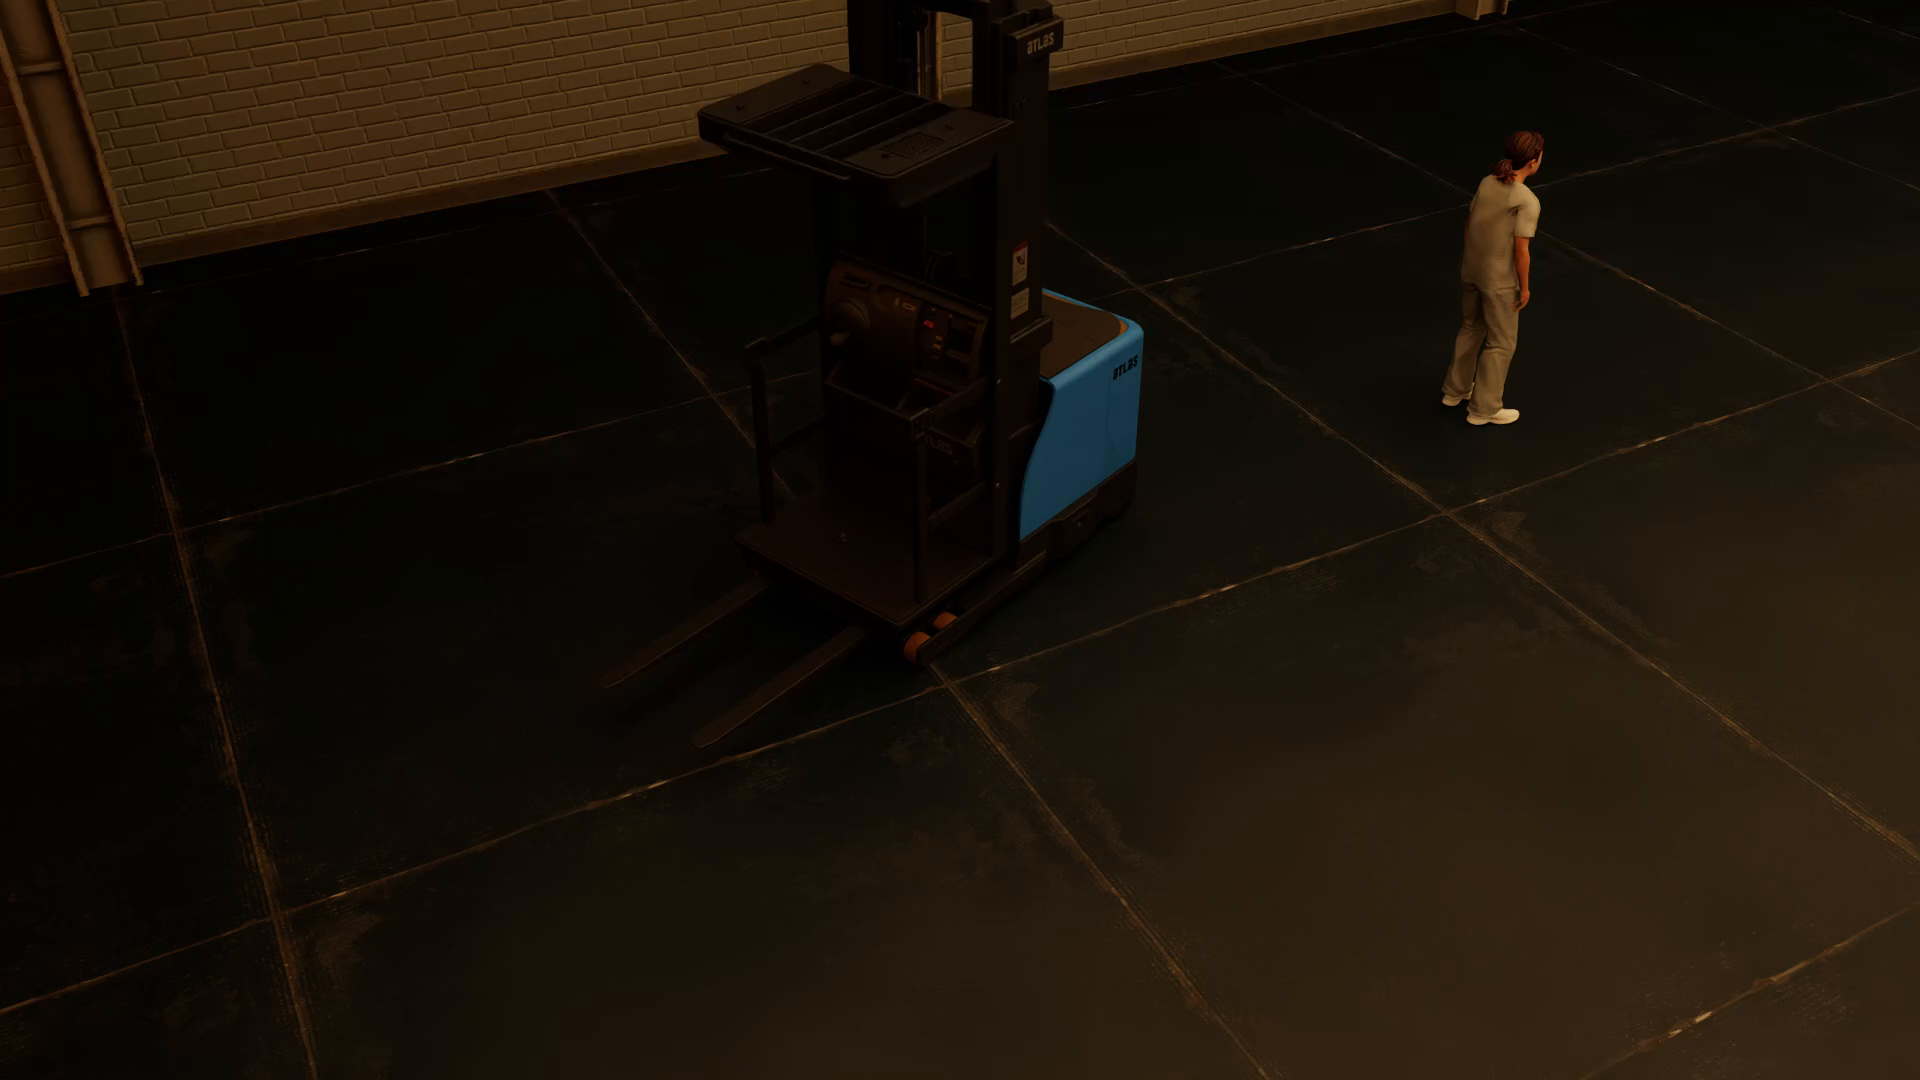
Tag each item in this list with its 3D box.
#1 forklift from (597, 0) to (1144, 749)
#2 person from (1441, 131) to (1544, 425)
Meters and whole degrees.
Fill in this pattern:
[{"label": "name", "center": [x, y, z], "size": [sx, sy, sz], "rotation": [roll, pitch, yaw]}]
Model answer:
[{"label": "forklift", "center": [-0.390, -0.927, 7.434], "size": [1.130, 2.935, 3.031], "rotation": [26, 43, 31]}, {"label": "person", "center": [2.992, -1.460, 9.281], "size": [0.365, 1.671, 0.507], "rotation": [-16, 38, -21]}]
